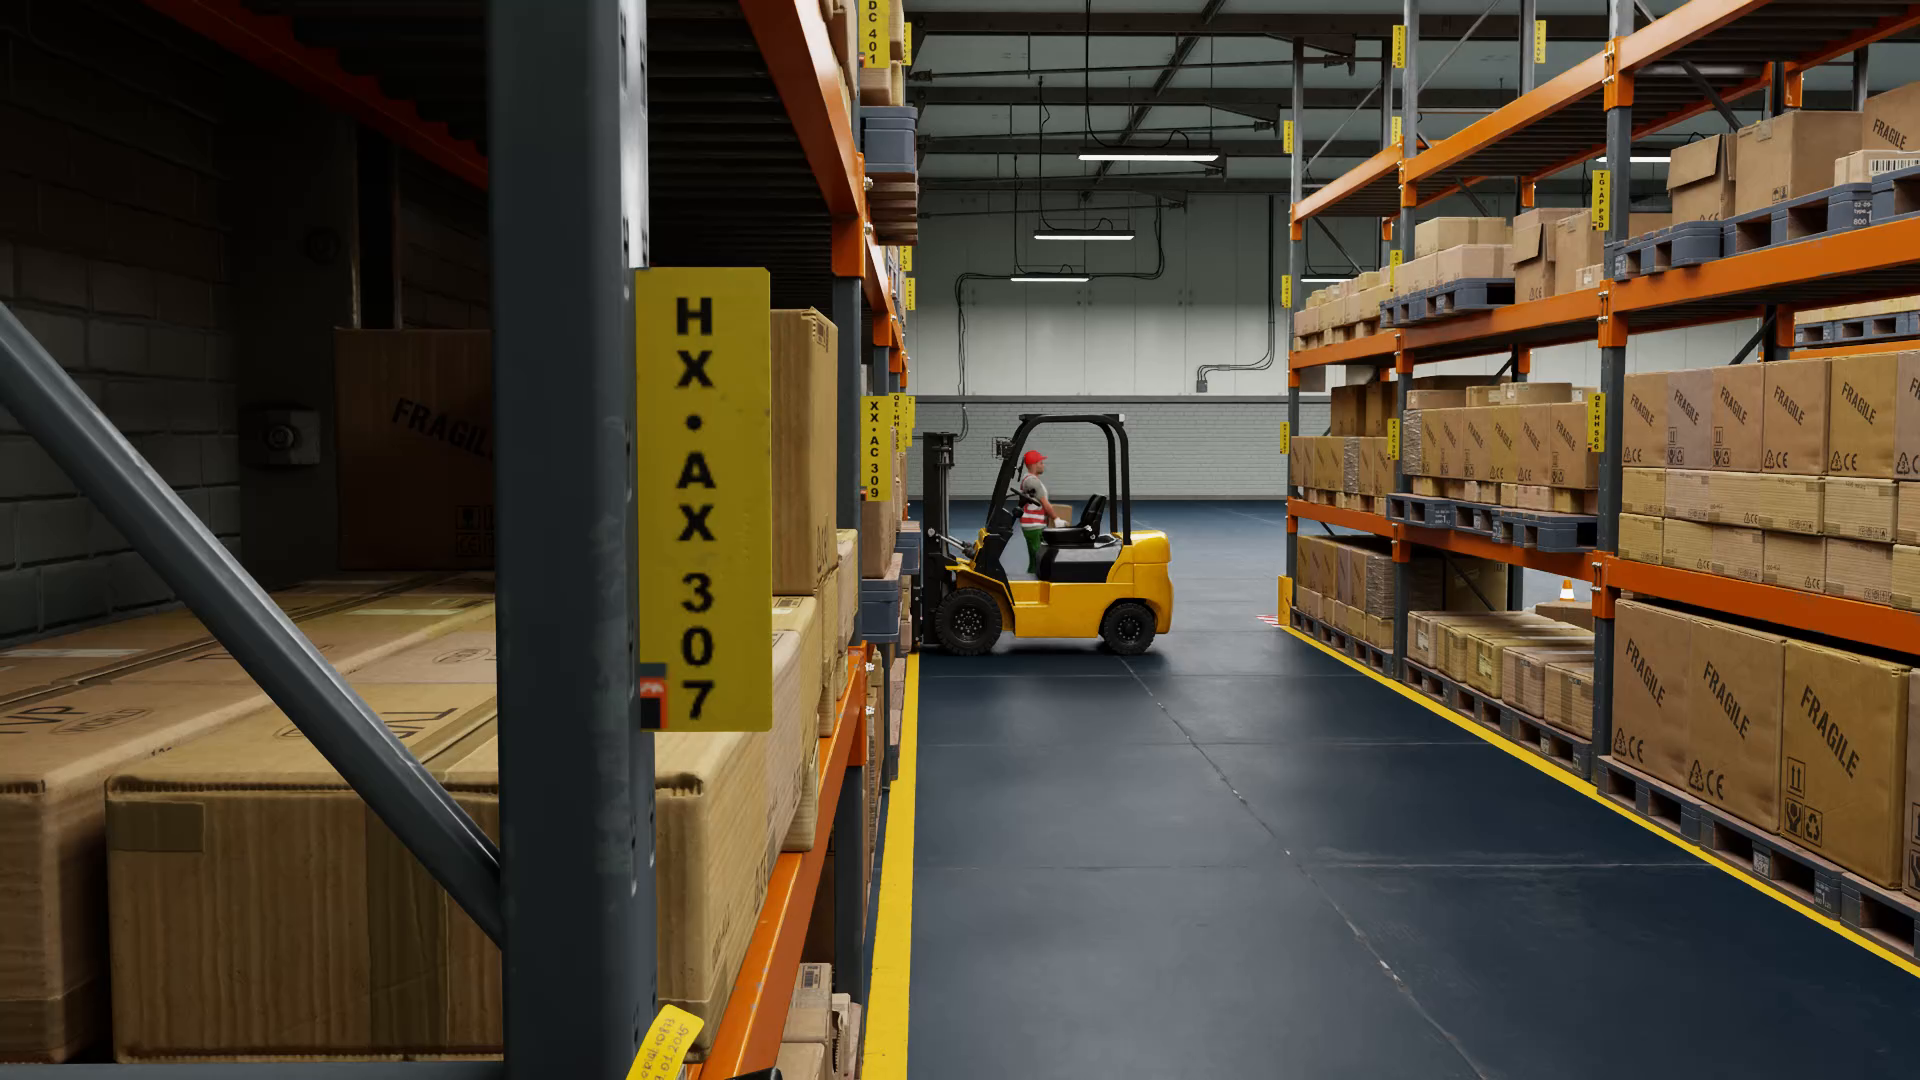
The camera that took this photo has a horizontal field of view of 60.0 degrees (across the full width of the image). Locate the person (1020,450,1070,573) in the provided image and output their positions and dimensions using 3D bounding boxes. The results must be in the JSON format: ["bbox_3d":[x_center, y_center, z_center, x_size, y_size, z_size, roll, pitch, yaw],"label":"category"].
[{"bbox_3d":[0.960,-0.125,18.923,0.559,1.786,0.495,0,4,-1],"label":"person"}]
